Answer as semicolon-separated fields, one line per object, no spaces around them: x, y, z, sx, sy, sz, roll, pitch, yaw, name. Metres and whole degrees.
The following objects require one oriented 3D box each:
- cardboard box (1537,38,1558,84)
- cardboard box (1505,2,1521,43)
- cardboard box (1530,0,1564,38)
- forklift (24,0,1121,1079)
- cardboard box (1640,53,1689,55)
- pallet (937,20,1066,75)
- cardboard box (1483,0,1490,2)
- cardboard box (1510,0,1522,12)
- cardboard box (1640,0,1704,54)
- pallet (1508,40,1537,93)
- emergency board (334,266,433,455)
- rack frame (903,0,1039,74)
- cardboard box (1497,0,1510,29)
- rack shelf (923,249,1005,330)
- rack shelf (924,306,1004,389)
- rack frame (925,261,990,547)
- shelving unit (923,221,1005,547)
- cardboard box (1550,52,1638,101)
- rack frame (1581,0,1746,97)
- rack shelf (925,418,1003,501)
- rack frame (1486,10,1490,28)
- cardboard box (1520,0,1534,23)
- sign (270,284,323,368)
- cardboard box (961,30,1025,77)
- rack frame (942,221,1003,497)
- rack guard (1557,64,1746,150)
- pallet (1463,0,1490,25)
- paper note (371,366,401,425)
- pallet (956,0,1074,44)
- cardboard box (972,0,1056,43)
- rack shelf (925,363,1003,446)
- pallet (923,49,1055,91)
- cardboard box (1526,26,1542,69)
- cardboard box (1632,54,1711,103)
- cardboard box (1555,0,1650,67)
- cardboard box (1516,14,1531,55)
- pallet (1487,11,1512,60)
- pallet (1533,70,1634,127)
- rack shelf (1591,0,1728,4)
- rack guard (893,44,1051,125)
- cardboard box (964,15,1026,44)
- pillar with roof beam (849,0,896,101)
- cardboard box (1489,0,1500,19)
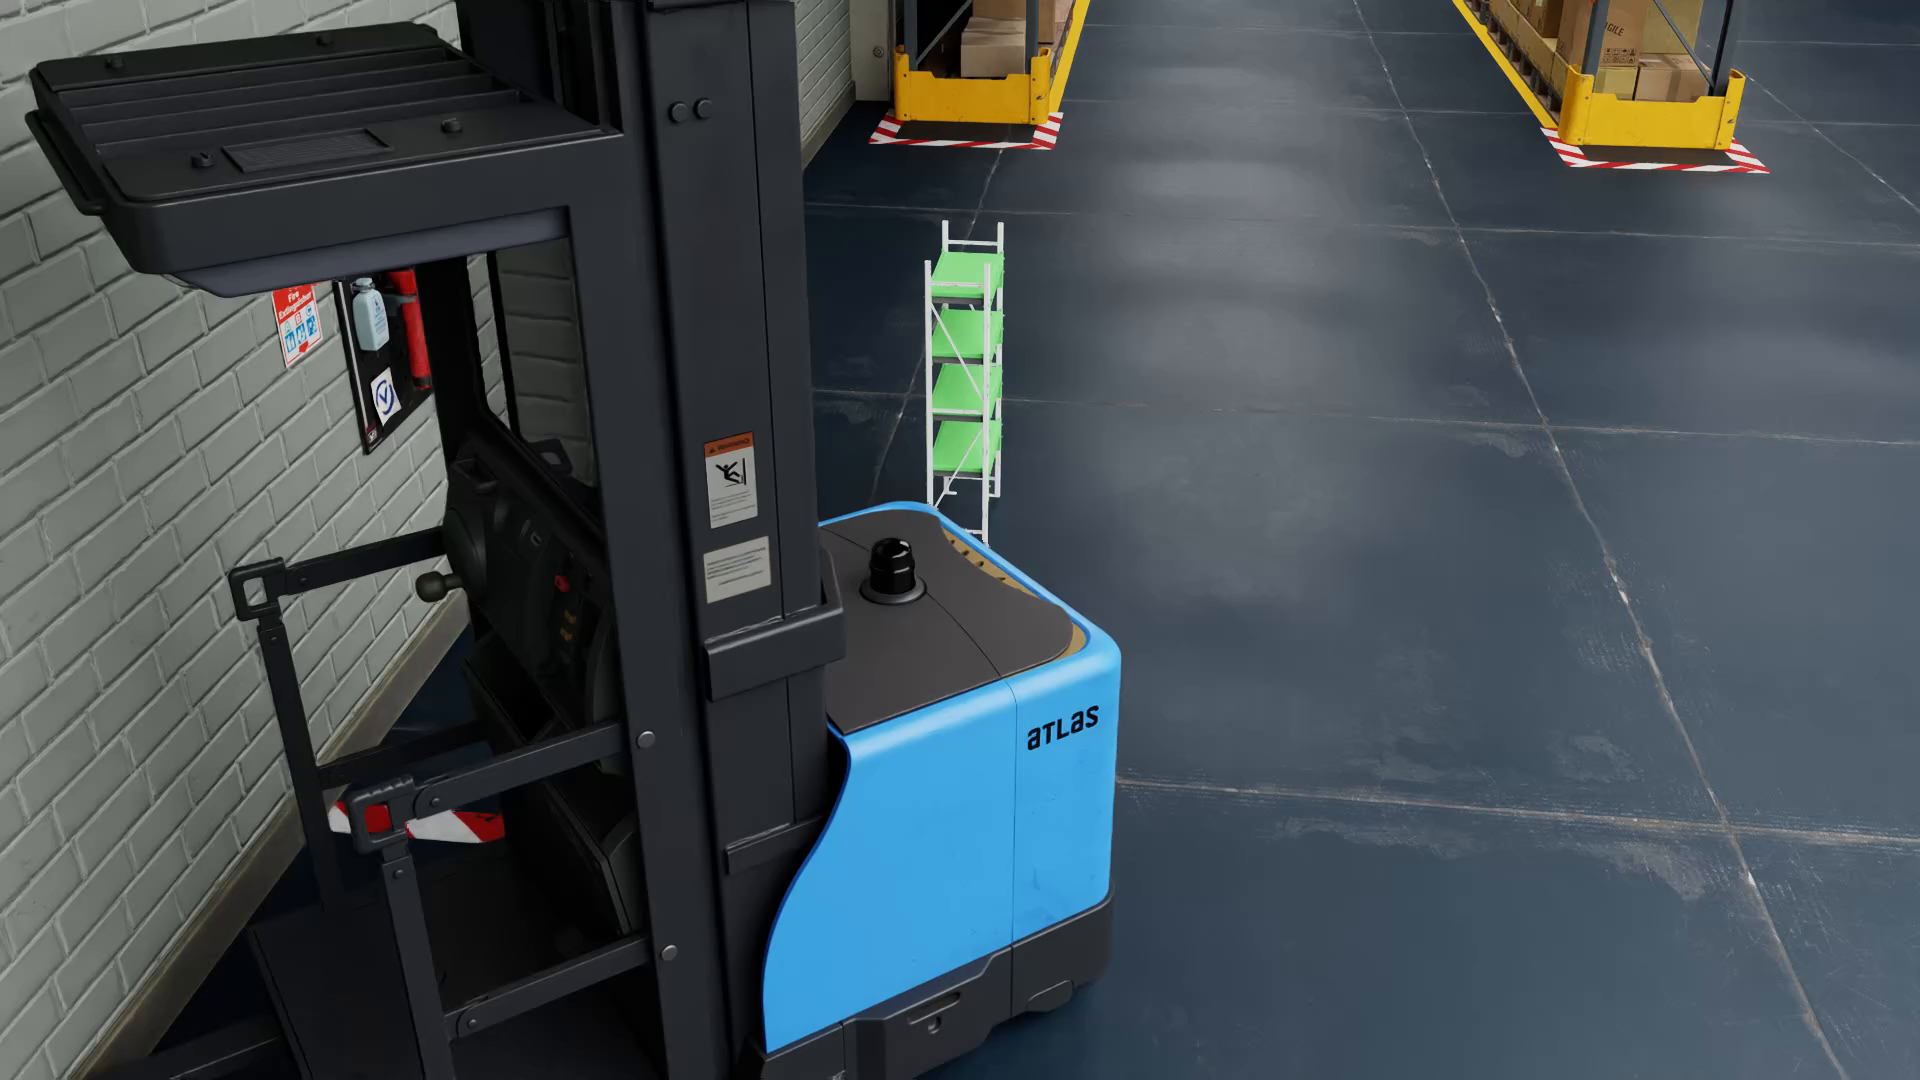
4.821;-3.733;12.973;0.500;0.250;0.500;3;28;6;cardboard box
4.999;-4.439;14.284;0.500;0.250;0.500;3;28;6;cardboard box
4.877;-4.299;13.232;0.500;0.500;0.500;3;28;6;cardboard box
-1.108;0.093;3.487;3.031;2.935;1.130;-17;33;-29;forklift
5.343;-3.702;12.916;0.500;0.250;0.500;3;28;6;cardboard box
0.378;-4.300;14.510;1.003;0.211;1.213;3;28;6;pallet
5.252;-5.322;15.923;0.500;0.250;0.500;3;28;6;cardboard box
4.999;-4.770;14.106;0.500;0.500;0.500;3;28;6;cardboard box
5.345;-4.033;12.738;0.500;0.500;0.500;3;28;6;cardboard box
5.203;-3.961;13.879;1.003;0.211;1.213;3;28;6;pallet
-1.766;-0.934;5.320;0.194;1.169;0.643;3;28;6;emergency board
0.082;-4.539;12.013;1.000;3.000;0.127;3;28;6;rack frame
5.065;-4.675;14.720;0.500;0.250;0.500;3;28;6;cardboard box
0.020;-0.972;6.413;0.258;0.148;0.480;3;28;6;rack shelf
0.020;-0.761;6.527;0.258;0.148;0.480;3;28;6;rack shelf
-0.010;-0.491;6.397;0.240;1.200;0.015;3;28;6;rack frame
0.020;-0.606;6.610;0.258;1.200;0.503;3;28;6;shelving unit
4.771;-3.497;12.535;0.500;0.250;0.500;3;28;6;cardboard box
4.999;-4.253;11.482;1.000;3.000;0.127;3;28;6;rack frame
0.020;-0.339;6.754;0.258;0.148;0.480;3;28;6;rack shelf
5.489;-6.136;14.977;1.000;3.000;0.127;3;28;6;rack frame
4.940;-4.534;13.669;0.500;0.500;0.500;3;28;6;cardboard box
-1.937;-0.695;4.840;0.001;0.329;0.234;3;28;6;sign
0.256;-3.870;13.141;0.500;0.311;0.500;0;28;0;cardboard box
0.050;-0.721;6.823;0.240;1.200;0.015;3;28;6;rack frame
4.996;-3.141;12.054;1.175;0.500;0.348;3;28;6;rack guard
5.541;-5.257;16.286;1.003;0.211;1.213;3;28;6;pallet
-1.857;-0.466;5.382;0.016;0.148;0.142;3;28;6;paper note
0.525;-4.876;15.579;1.003;0.211;1.213;3;28;6;pallet
0.466;-4.564;14.230;0.700;0.500;0.500;2;28;3;cardboard box
0.020;-0.550;6.640;0.258;0.148;0.480;3;28;6;rack shelf
0.226;-3.728;13.447;1.003;0.211;1.213;3;28;6;pallet
4.880;-3.969;13.410;0.500;0.250;0.500;3;28;6;cardboard box
5.285;-3.467;12.479;0.500;0.250;0.500;3;28;6;cardboard box
4.769;-3.827;12.357;0.500;0.500;0.500;3;28;6;cardboard box
4.943;-4.204;13.847;0.500;0.250;0.500;3;28;6;cardboard box
5.350;-4.536;14.948;1.003;0.211;1.213;3;28;6;pallet
5.051;-3.388;12.816;1.003;0.211;1.213;3;28;6;pallet
5.244;-4.878;13.400;1.077;0.370;4.000;3;28;6;rack shelf
0.091;-3.474;12.672;1.175;0.500;0.348;3;28;6;rack guard
0.326;-4.138;13.639;0.500;0.311;0.500;6;29;10;cardboard box
3.582;-7.310;10.831;9.100;9.000;0.400;3;28;6;pillar with roof beam
5.131;-4.910;15.157;0.500;0.250;0.500;3;28;6;cardboard box
